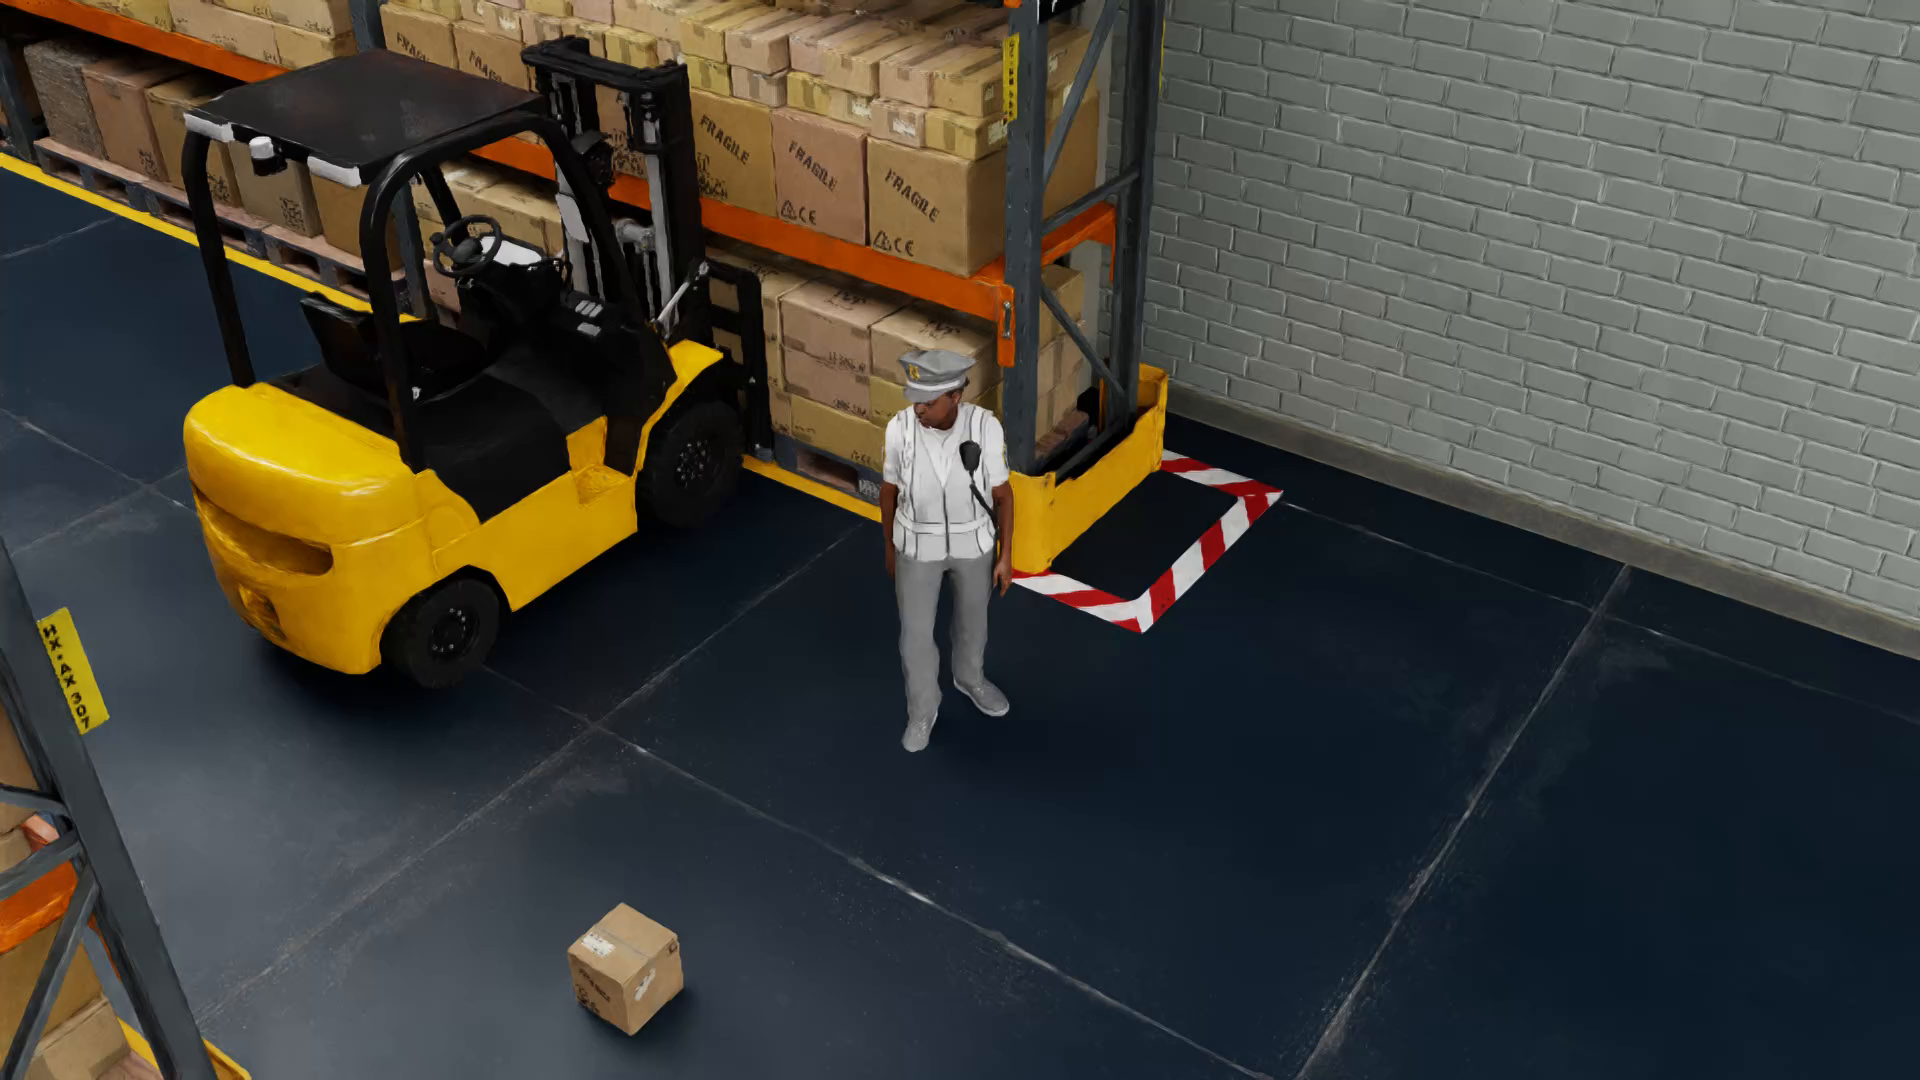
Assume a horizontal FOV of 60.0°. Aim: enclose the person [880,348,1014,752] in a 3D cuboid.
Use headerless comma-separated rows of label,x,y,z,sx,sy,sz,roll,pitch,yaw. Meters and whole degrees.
person,-0.046,0.042,6.124,0.484,1.728,0.442,-2,35,-4
